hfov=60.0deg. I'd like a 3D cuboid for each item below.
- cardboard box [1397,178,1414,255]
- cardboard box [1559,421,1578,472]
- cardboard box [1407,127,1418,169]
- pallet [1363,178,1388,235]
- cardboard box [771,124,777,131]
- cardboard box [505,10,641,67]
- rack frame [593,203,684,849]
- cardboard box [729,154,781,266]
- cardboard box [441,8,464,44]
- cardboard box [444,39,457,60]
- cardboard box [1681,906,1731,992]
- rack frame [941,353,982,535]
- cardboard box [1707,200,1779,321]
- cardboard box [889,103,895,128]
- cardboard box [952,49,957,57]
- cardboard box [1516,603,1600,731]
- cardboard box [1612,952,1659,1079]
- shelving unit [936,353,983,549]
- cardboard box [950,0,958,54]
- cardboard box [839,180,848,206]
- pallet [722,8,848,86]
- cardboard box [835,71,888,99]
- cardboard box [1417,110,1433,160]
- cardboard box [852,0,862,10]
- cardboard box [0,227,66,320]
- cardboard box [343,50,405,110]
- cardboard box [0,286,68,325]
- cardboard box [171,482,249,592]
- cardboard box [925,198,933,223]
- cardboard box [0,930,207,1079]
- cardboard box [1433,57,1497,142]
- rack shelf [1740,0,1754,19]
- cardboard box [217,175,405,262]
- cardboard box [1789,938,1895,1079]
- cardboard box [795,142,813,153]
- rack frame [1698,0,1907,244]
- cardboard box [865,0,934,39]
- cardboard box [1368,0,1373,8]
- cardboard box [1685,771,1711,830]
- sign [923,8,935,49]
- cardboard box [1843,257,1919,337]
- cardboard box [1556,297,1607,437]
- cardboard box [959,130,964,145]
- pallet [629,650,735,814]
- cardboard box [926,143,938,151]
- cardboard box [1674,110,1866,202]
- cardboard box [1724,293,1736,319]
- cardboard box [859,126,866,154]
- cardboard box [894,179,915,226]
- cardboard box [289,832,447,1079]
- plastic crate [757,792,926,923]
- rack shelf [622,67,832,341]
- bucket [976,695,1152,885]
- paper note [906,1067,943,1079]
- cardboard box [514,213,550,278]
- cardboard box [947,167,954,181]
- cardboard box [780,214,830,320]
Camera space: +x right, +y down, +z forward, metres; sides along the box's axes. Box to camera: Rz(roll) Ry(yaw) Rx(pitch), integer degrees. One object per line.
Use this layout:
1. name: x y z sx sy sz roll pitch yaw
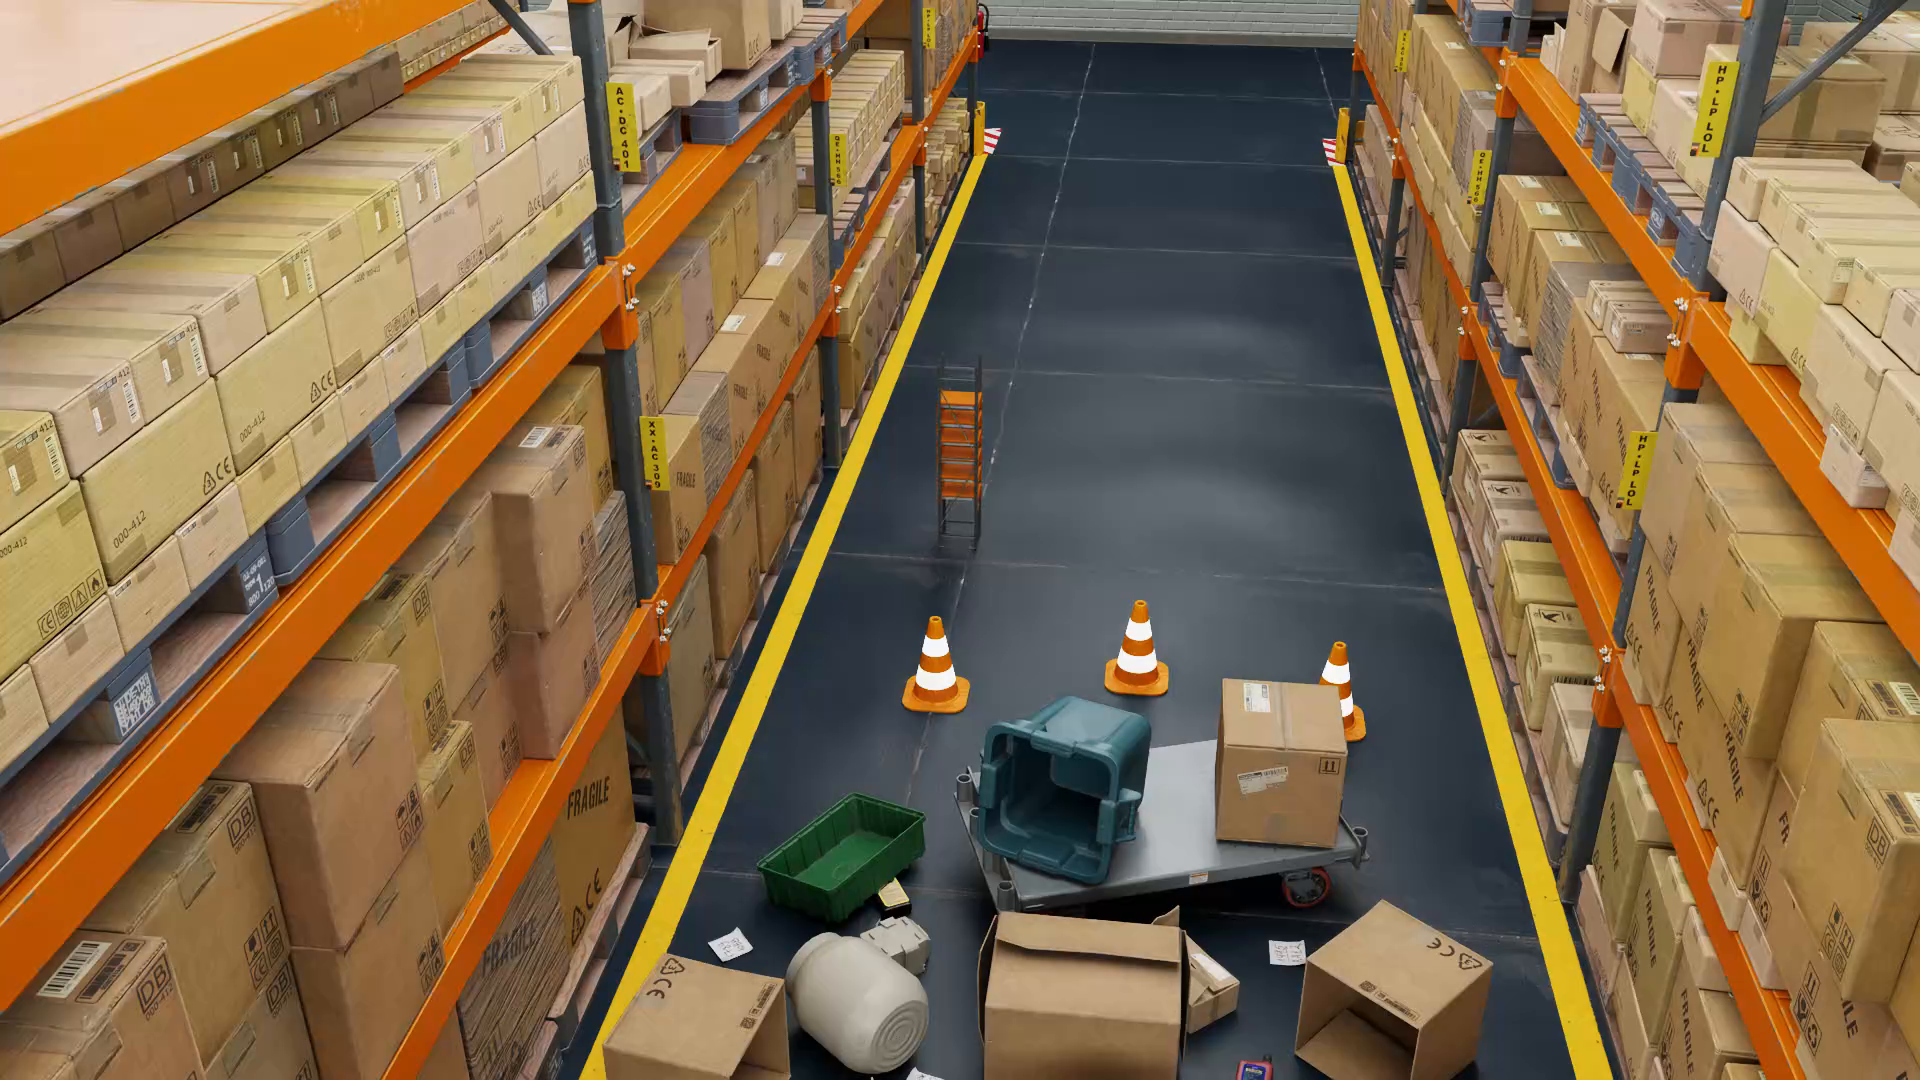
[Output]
1. cardboard box: 4.302 -2.836 14.609 0.875 0.438 0.875 3 28 5
2. cardboard box: 3.000 -0.423 7.694 0.380 0.149 0.250 4 29 7
3. cardboard box: 3.740 -2.988 12.792 0.500 0.250 0.500 3 28 5
4. pallet: 4.436 -3.191 15.951 1.003 0.211 1.213 3 28 6
5. cardboard box: -1.533 -2.918 12.012 0.380 0.149 0.250 4 29 7
6. cardboard box: -1.791 -2.312 7.762 0.500 0.311 0.500 2 28 4
7. rack frame: -1.787 0.036 7.020 1.000 3.000 0.127 3 28 6
8. cardboard box: -1.423 -1.882 9.421 0.700 0.500 0.500 3 28 5
9. cardboard box: -5.208 -5.046 16.298 0.500 0.250 0.500 3 29 6
10. cardboard box: -5.161 -4.808 16.278 0.380 0.149 0.250 3 28 5
11. cardboard box: 2.632 1.373 5.521 0.380 0.149 0.250 5 29 9
12. rack frame: 0.009 -0.564 10.033 0.240 1.200 0.006 3 28 6
13. cardboard box: 2.812 -0.918 5.473 0.500 0.250 0.500 3 28 5
14. cardboard box: -0.723 -3.366 13.157 0.380 0.149 0.250 3 28 6
15. cardboard box: -0.229 -4.854 16.363 0.380 0.149 0.250 2 28 4
16. cardboard box: 3.284 0.663 8.185 0.950 0.372 0.625 5 29 9
17. cardboard box: 2.743 1.816 6.173 0.500 0.250 0.500 5 29 9
18. shelving unit: -0.002 -0.521 9.953 0.258 1.200 0.189 3 28 6
19. cardboard box: -0.309 -4.845 15.662 0.500 0.500 0.500 5 29 9
20. cardboard box: -0.976 -2.373 11.314 0.380 0.149 0.250 5 29 9
21. pallet: -1.323 -2.778 9.280 1.213 0.211 1.003 5 29 9
22. cardboard box: -0.760 -3.494 12.767 0.380 0.149 0.250 3 28 6
23. cardboard box: 3.660 -2.970 12.231 0.500 0.250 0.500 4 29 7
24. cardboard box: -0.909 -3.700 10.688 0.500 0.500 0.500 3 28 6
25. cardboard box: -2.417 -0.648 4.003 0.380 0.149 0.250 3 28 5
26. cardboard box: -2.169 -1.602 5.774 0.380 0.149 0.250 4 29 7
27. cardboard box: -2.370 -0.414 3.989 0.500 0.250 0.500 3 28 6
28. cardboard box: -1.825 -0.020 3.678 0.380 0.149 0.250 4 29 7
29. cardboard box: -0.445 -2.942 14.798 0.380 0.149 0.250 5 29 9
30. cardboard box: -2.193 1.205 3.553 0.875 0.550 0.550 3 28 6
31. cardboard box: 3.623 -3.062 11.612 0.500 0.500 0.500 3 28 5
32. rack shelf: 3.383 -2.813 7.164 1.077 0.370 4.000 3 28 6
33. cardboard box: -1.701 -0.848 4.375 0.380 0.149 0.250 4 29 7
34. cardboard box: 2.572 1.242 4.363 0.500 0.500 0.500 3 28 6
35. cardboard box: -1.018 -2.516 10.952 0.380 0.149 0.250 3 28 5
36. rack frame: 3.138 -2.365 5.152 1.000 3.000 0.127 3 28 6
37. cardboard box: -0.510 -4.543 14.047 0.500 0.500 0.500 4 29 7
38. cardboard box: 4.210 -5.403 15.958 0.500 0.500 0.500 3 28 5
39. cardboard box: 2.734 0.880 5.719 0.380 0.149 0.250 4 29 8
40. sign: -0.256 -4.209 13.679 0.100 0.325 0.005 3 28 6
41. cardboard box: 2.692 -0.666 4.584 0.380 0.149 0.250 2 28 5
42. cardboard box: 3.095 -0.790 7.693 0.500 0.500 0.500 4 29 8
43. cardboard box: -0.160 -4.163 17.065 0.380 0.149 0.250 2 28 4
44. pallet: -1.767 0.896 8.364 1.003 0.211 1.213 3 28 6
45. cardboard box: -0.411 -3.692 15.875 0.380 0.149 0.250 2 28 4
46. cardboard box: 3.066 -1.446 6.325 0.500 0.250 0.500 3 28 5
47. cardboard box: 2.853 -0.800 5.674 0.380 0.149 0.250 3 28 5
48. cardboard box: -0.882 -2.874 11.930 0.380 0.149 0.250 3 28 6
49. cardboard box: -0.647 -2.779 13.647 0.500 0.250 0.500 3 28 5
50. cardboard box: -2.038 1.159 4.777 0.875 0.550 0.550 3 28 6
51. plastic crate: -0.508 1.407 7.380 0.450 0.188 0.662 9 28 37
52. rack shelf: -1.542 -1.909 8.227 1.077 0.370 4.000 3 28 6
53. bucket: 0.484 1.006 7.068 0.726 0.611 0.620 14 21 24
54. paper note: -0.137 2.092 6.342 0.172 0.023 0.155 14 31 24
55. cardboard box: -1.575 -0.972 5.446 0.380 0.149 0.250 4 29 7
56. cardboard box: -0.263 -3.668 16.458 0.380 0.149 0.250 4 29 7
57. cardboard box: -1.086 -1.663 10.069 0.500 0.500 0.500 3 28 6
